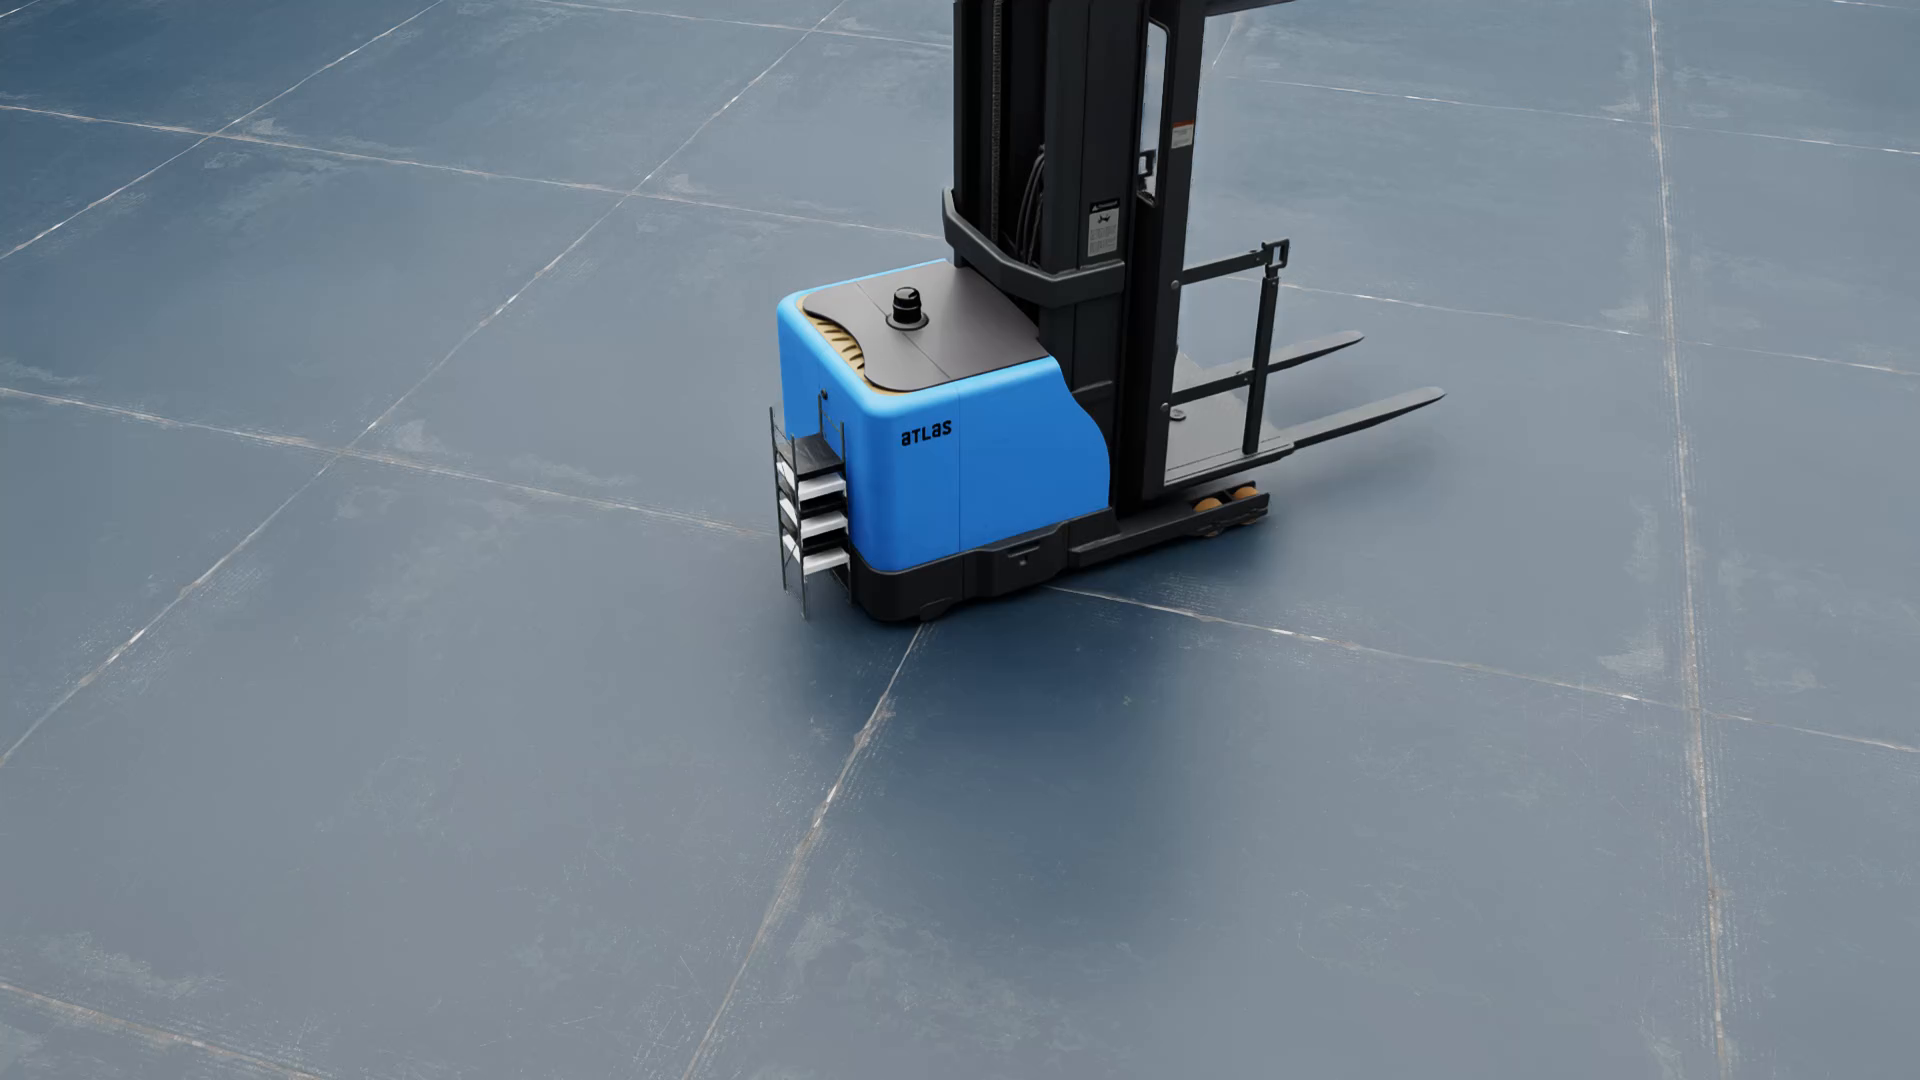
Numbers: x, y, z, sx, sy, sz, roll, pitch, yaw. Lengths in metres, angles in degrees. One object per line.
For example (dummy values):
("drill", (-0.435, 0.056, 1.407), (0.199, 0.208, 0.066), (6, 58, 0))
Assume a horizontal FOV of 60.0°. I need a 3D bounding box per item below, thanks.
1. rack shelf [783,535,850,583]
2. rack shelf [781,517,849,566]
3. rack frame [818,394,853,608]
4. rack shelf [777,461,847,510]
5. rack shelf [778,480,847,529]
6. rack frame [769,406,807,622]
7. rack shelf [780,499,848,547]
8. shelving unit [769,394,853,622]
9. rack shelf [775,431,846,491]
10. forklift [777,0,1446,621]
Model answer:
("rack shelf", (-0.591, 0.052, 6.780), (0.200, 0.077, 0.258), (-17, 40, -21))
("rack shelf", (-0.591, -0.021, 6.727), (0.200, 0.077, 0.258), (-17, 40, -21))
("rack frame", (-0.501, -0.147, 6.691), (0.006, 0.900, 0.240), (-17, 40, -21))
("rack shelf", (-0.591, -0.238, 6.567), (0.200, 0.077, 0.258), (-17, 40, -21))
("rack shelf", (-0.591, -0.166, 6.620), (0.200, 0.077, 0.258), (-17, 40, -21))
("rack frame", (-0.682, -0.092, 6.617), (0.006, 0.900, 0.240), (-17, 40, -21))
("rack shelf", (-0.591, -0.093, 6.674), (0.200, 0.077, 0.258), (-17, 40, -21))
("shelving unit", (-0.591, -0.120, 6.654), (0.210, 0.900, 0.258), (-17, 40, -21))
("rack shelf", (-0.591, -0.311, 6.513), (0.200, 0.077, 0.258), (-17, 40, -21))
("forklift", (0.787, -1.458, 6.758), (3.031, 2.935, 1.130), (-17, 40, -21))
